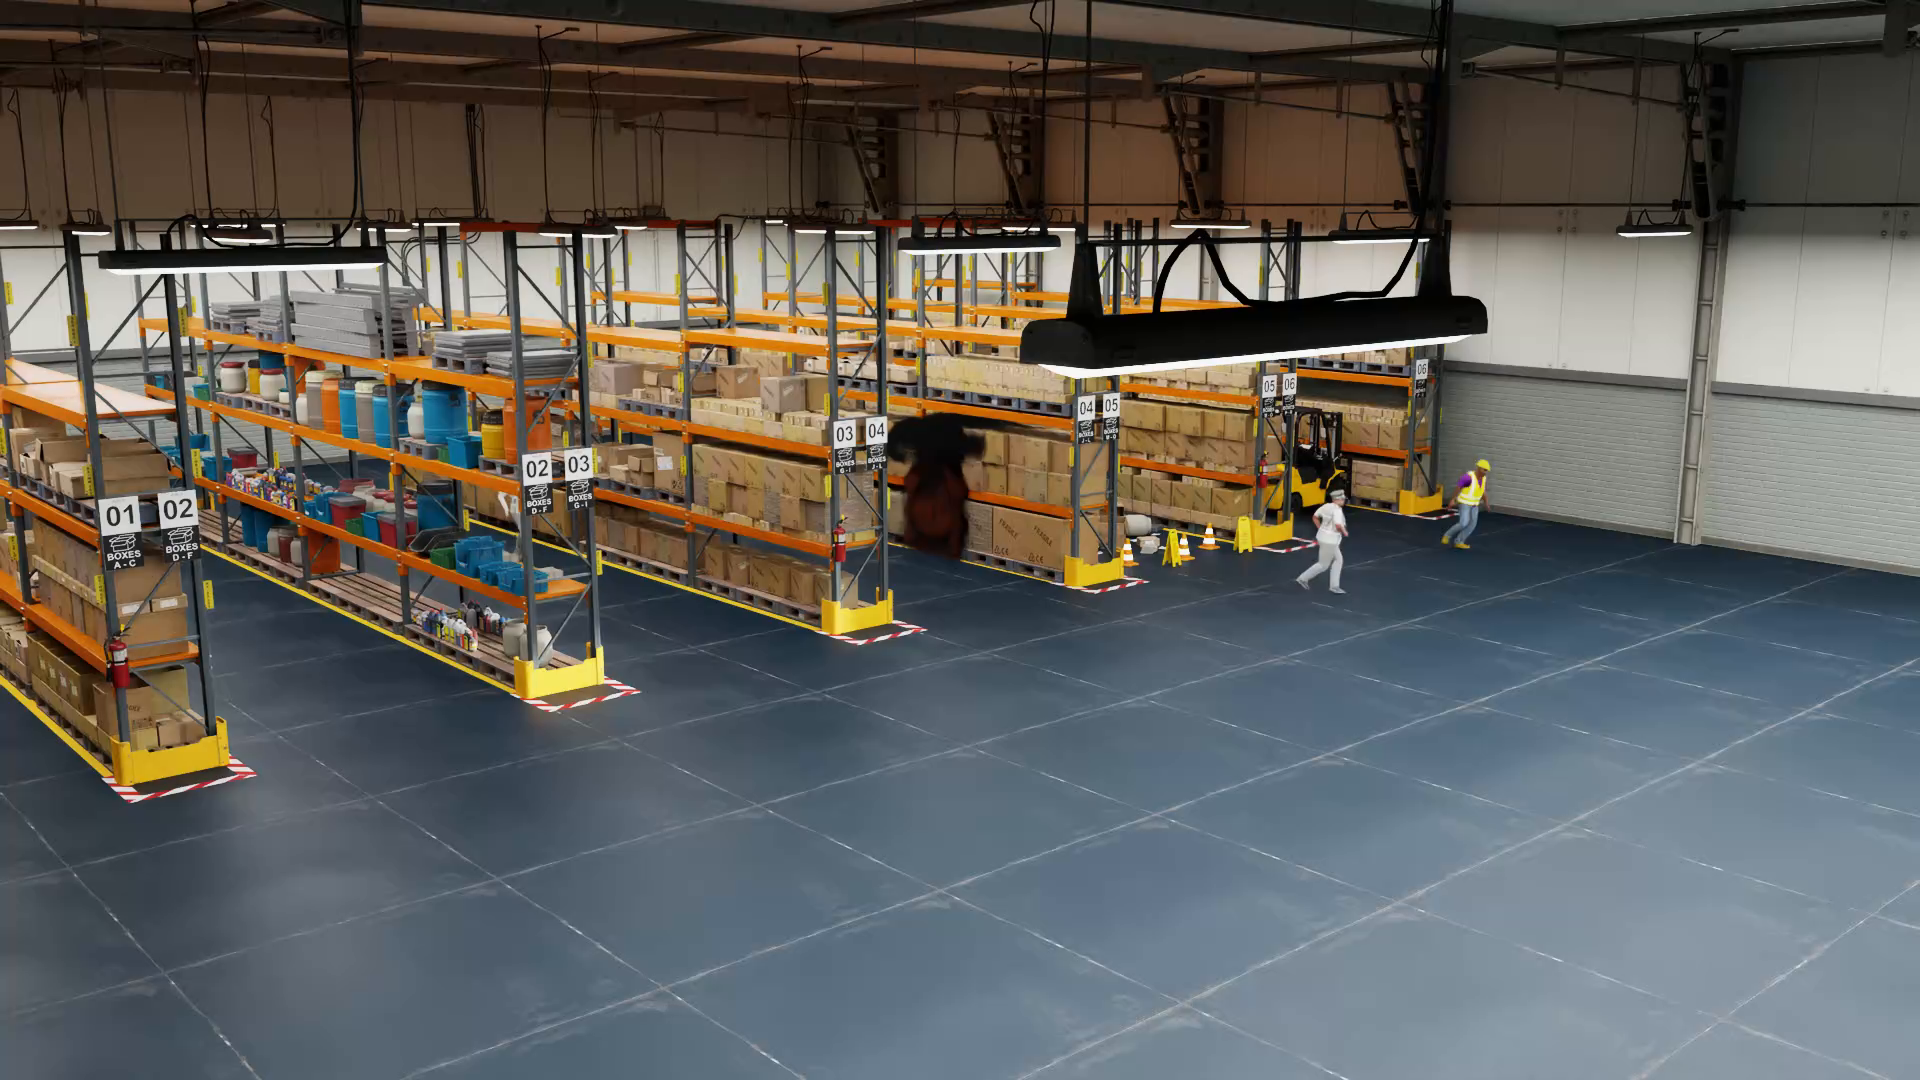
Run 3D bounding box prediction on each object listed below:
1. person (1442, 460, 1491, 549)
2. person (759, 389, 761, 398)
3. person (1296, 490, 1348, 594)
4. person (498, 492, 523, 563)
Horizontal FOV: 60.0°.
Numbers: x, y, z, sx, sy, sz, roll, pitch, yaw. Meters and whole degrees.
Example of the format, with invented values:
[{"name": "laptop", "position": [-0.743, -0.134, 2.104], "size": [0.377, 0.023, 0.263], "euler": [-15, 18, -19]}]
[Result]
[{"name": "person", "position": [9.441, -0.671, 30.866], "size": [0.809, 1.680, 0.695], "euler": [-7, 13, -31]}, {"name": "person", "position": [-5.161, -3.296, 44.307], "size": [0.647, 1.558, 0.546], "euler": [-7, 13, -30]}, {"name": "person", "position": [5.971, 0.045, 27.286], "size": [0.833, 1.753, 0.630], "euler": [0, 11, -2]}, {"name": "person", "position": [-7.888, -0.453, 29.852], "size": [0.695, 1.716, 0.591], "euler": [10, 15, 42]}]
